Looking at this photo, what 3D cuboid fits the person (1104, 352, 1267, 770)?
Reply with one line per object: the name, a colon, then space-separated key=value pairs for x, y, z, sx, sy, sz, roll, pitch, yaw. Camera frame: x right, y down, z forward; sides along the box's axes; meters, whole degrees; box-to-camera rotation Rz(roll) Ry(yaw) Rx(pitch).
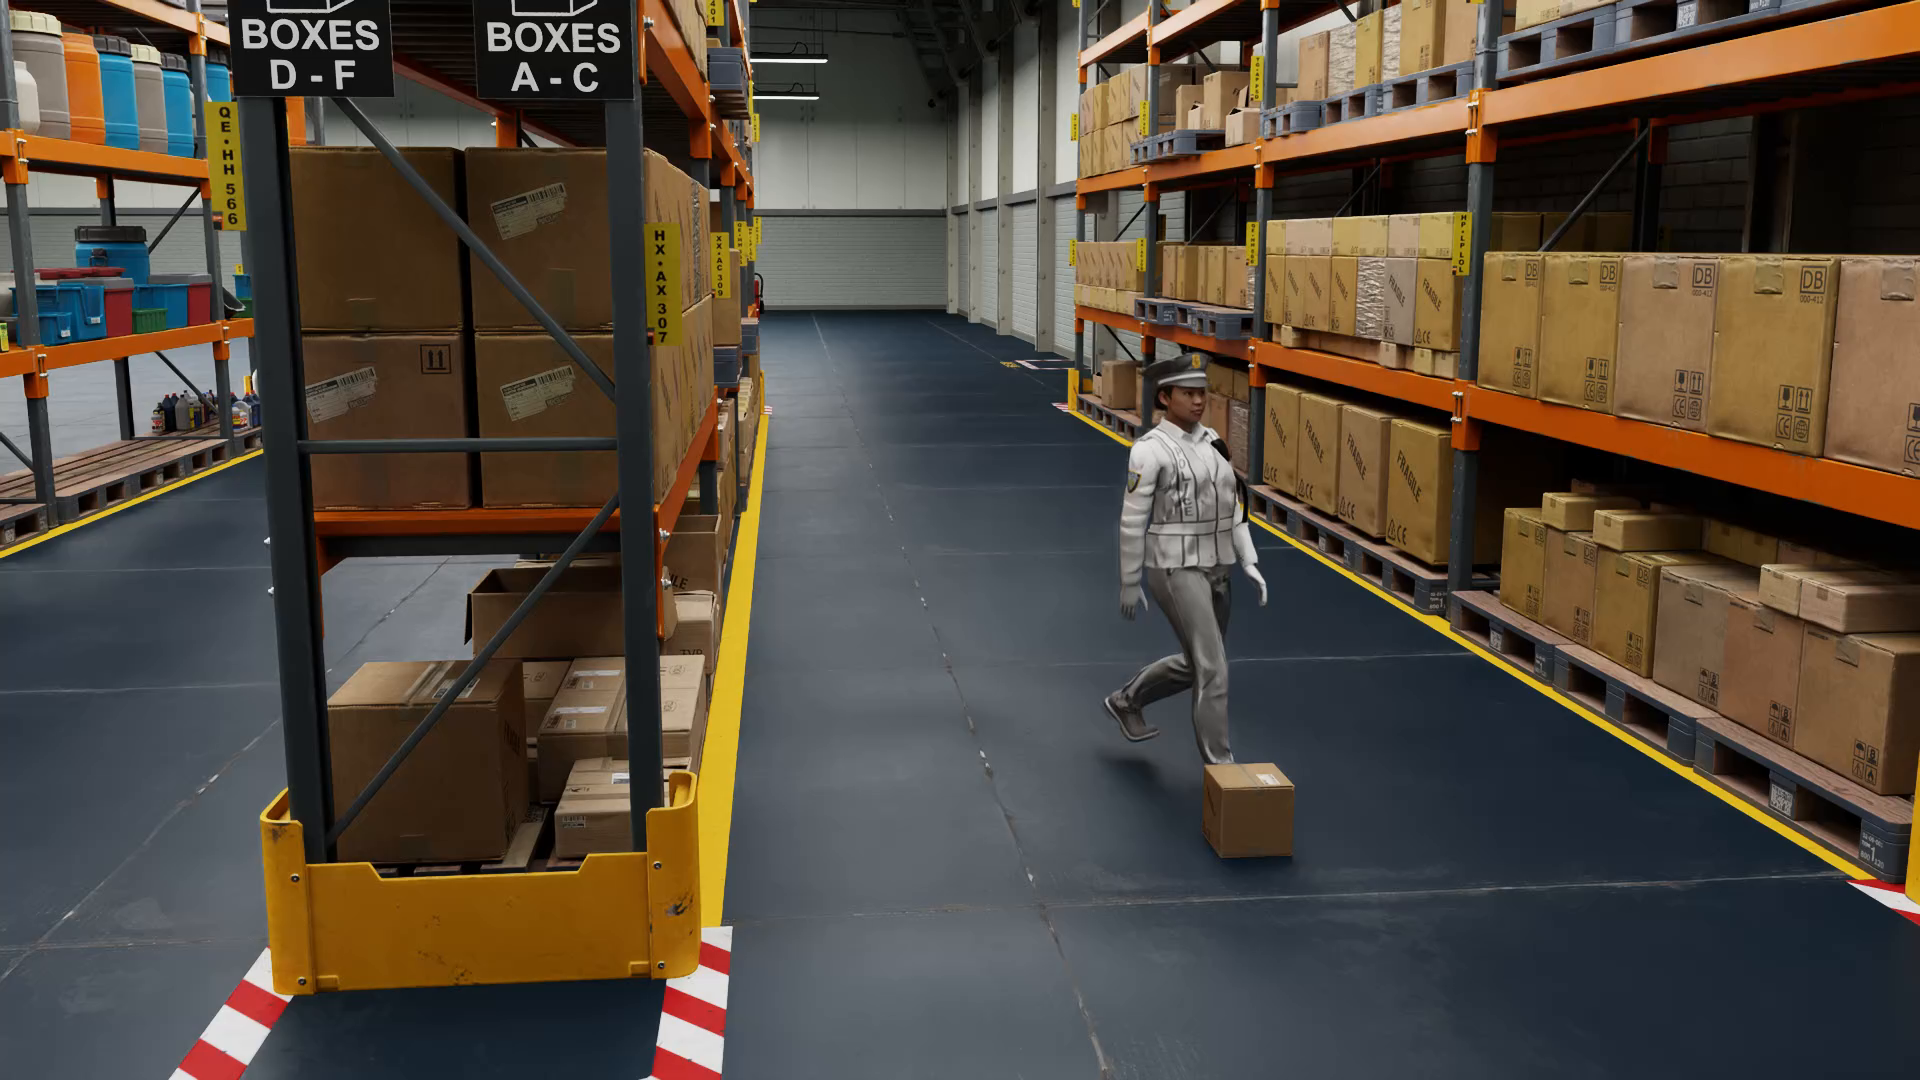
person: x=0.873 y=0.112 z=6.242 sx=0.488 sy=1.635 sz=0.939 roll=-10 pitch=14 yaw=-44
